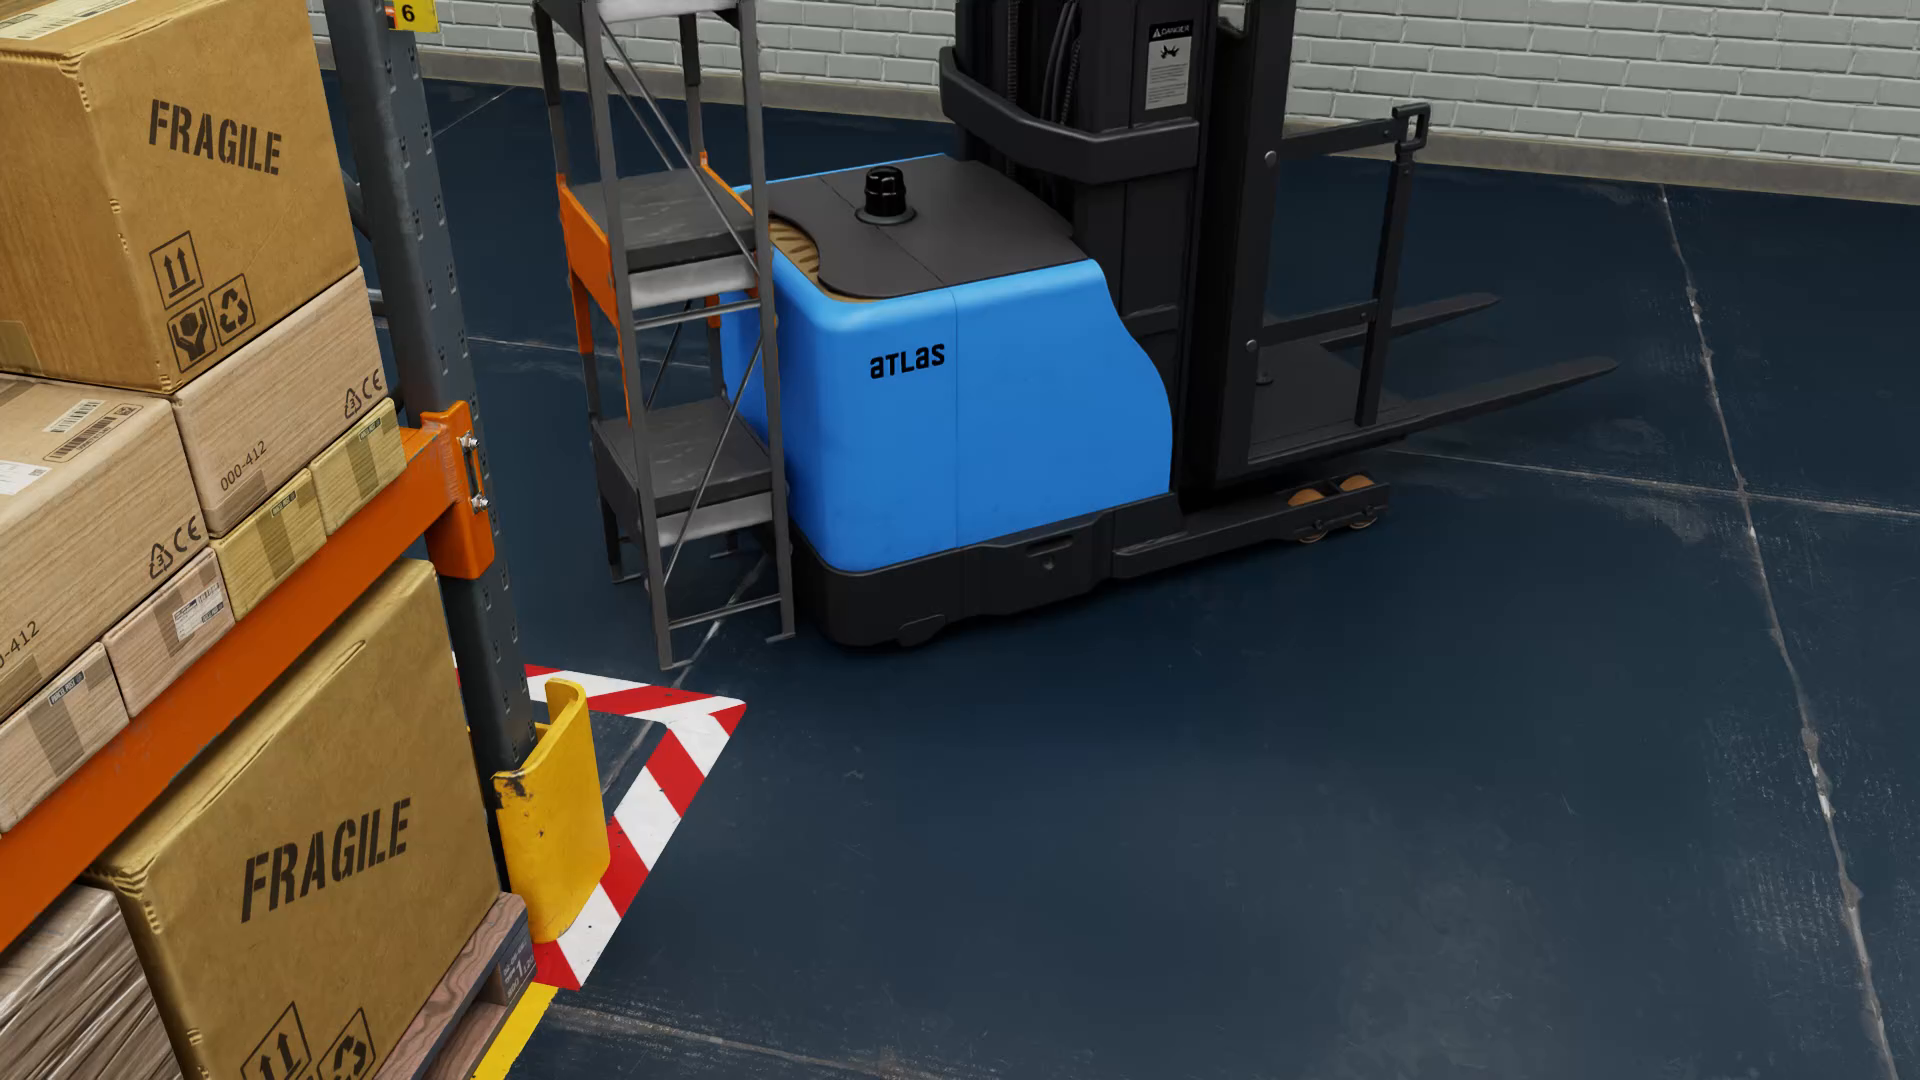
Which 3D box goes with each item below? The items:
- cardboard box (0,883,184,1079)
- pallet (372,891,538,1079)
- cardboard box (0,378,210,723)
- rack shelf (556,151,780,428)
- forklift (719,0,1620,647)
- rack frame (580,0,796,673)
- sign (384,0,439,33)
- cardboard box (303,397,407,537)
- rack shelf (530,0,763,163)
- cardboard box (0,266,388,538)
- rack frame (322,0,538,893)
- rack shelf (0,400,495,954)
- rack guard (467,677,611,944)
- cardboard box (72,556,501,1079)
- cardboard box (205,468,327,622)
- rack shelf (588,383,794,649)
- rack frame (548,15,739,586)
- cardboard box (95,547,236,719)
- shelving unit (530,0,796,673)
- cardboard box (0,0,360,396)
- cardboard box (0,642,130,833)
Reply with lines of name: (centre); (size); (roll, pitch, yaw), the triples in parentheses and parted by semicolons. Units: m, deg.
cardboard box: (-1.763, 1.044, 2.401); (0.875, 0.875, 0.875); (8, 33, 12)
pallet: (-1.575, 1.112, 3.305); (1.003, 0.211, 1.213); (8, 33, 12)
cardboard box: (-1.443, -0.002, 2.320); (0.500, 0.250, 0.500); (7, 33, 12)
rack shelf: (-0.766, -0.670, 4.372); (0.431, 0.518, 0.480); (-15, 35, -22)
forklift: (0.798, -1.467, 4.826); (3.031, 2.935, 1.130); (-15, 35, -22)
rack frame: (-0.659, -0.563, 4.179); (0.400, 2.100, 0.015); (-15, 35, -22)
sign: (-0.926, -0.998, 2.724); (0.100, 0.325, 0.005); (8, 33, 12)
cardboard box: (-1.219, -0.155, 2.932); (0.380, 0.149, 0.250); (9, 33, 13)
rack shelf: (-0.766, -1.260, 3.996); (0.431, 0.518, 0.480); (-15, 35, -22)
cardboard box: (-1.314, -0.266, 2.734); (0.500, 0.250, 0.500); (7, 33, 12)
rack frame: (-1.447, -0.491, 3.226); (1.000, 3.000, 0.127); (8, 33, 12)
rack shelf: (-1.955, 0.851, 1.787); (1.077, 0.370, 4.000); (8, 33, 12)
rack guard: (-1.441, 0.552, 3.916); (1.175, 0.500, 0.348); (8, 33, 12)
cardboard box: (-1.532, 0.572, 3.144); (0.875, 0.875, 0.875); (8, 33, 12)
cardboard box: (-1.284, -0.020, 2.720); (0.380, 0.149, 0.250); (8, 33, 13)
rack shelf: (-0.766, -0.079, 4.747); (0.431, 0.518, 0.480); (-15, 35, -22)
rack frame: (-0.872, -0.799, 4.549); (0.400, 2.100, 0.015); (-15, 35, -22)
cardboard box: (-1.349, 0.111, 2.514); (0.380, 0.149, 0.250); (8, 33, 12)
shelving unit: (-0.766, -0.681, 4.364); (0.431, 2.100, 0.503); (-15, 35, -22)
cardboard box: (-1.317, -0.581, 2.531); (0.500, 0.500, 0.500); (8, 33, 13)
cardboard box: (-1.413, 0.240, 2.311); (0.380, 0.149, 0.250); (9, 33, 13)
